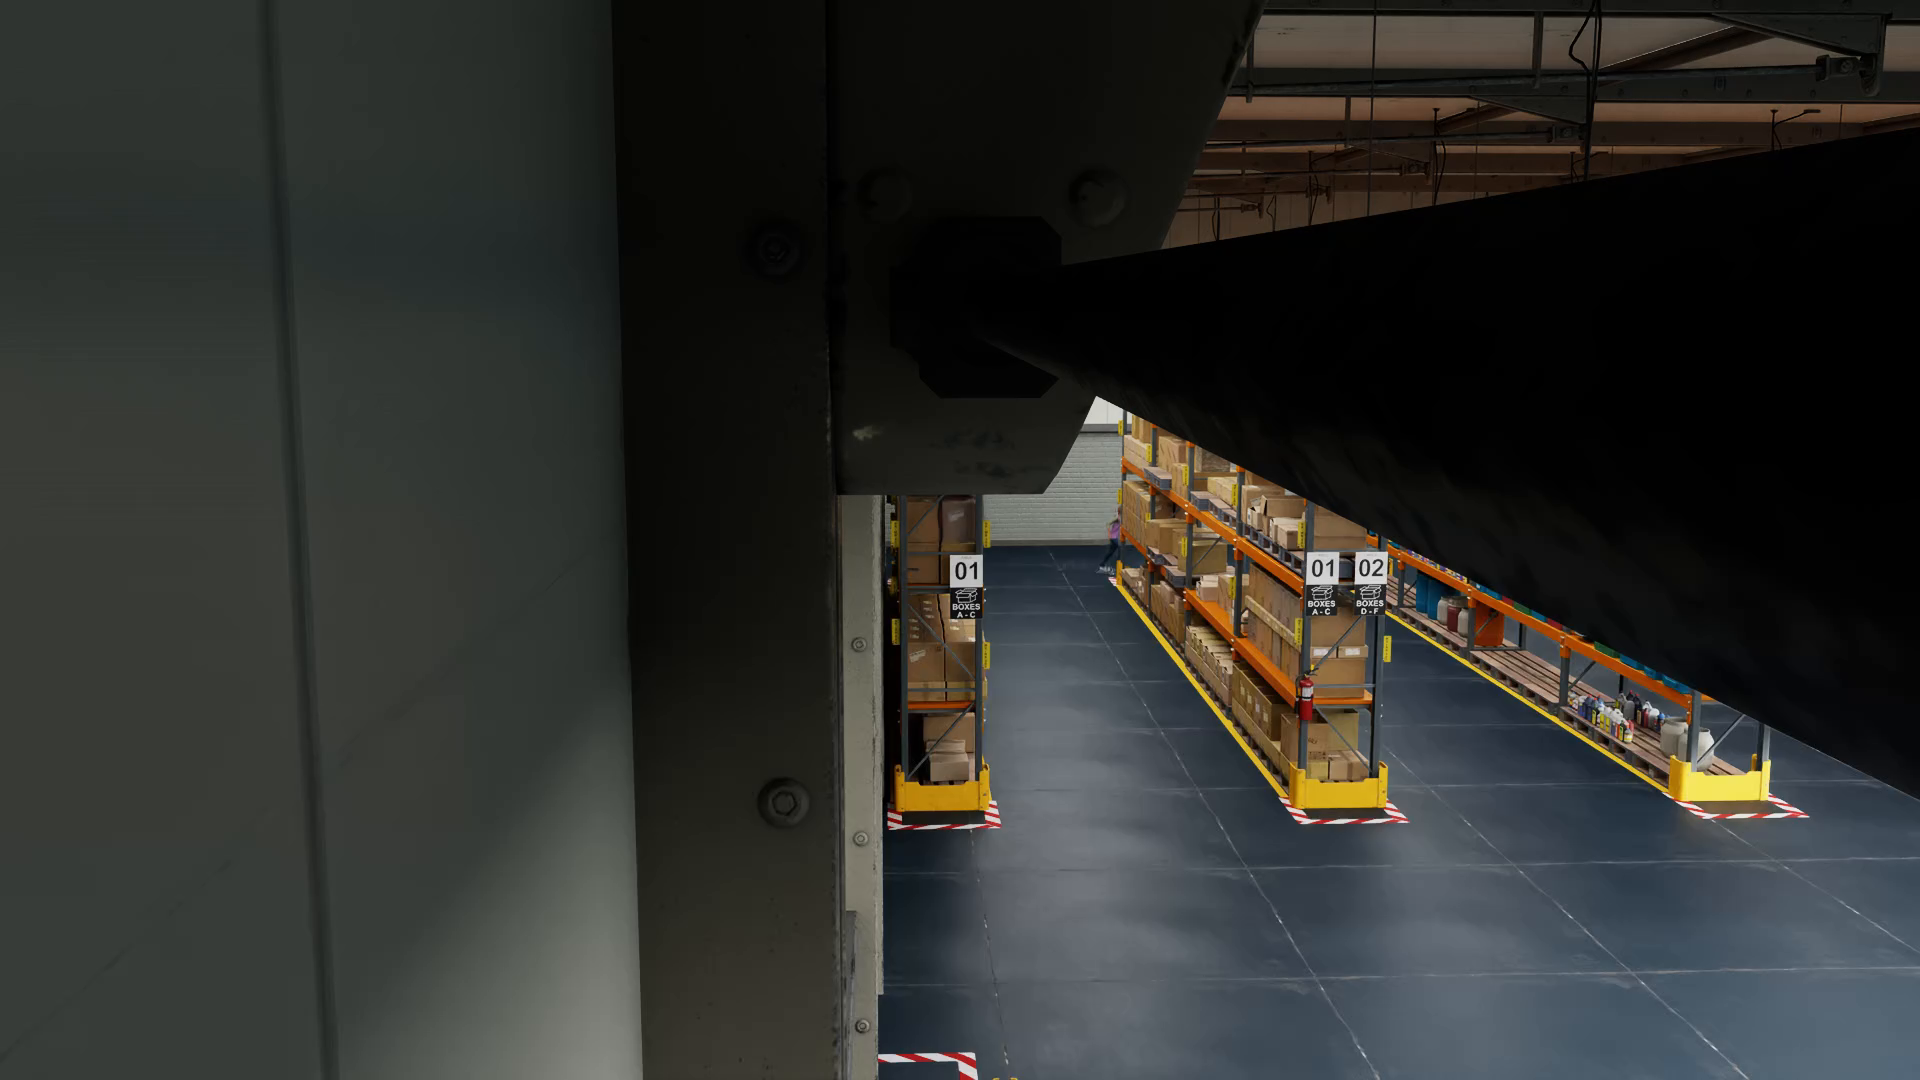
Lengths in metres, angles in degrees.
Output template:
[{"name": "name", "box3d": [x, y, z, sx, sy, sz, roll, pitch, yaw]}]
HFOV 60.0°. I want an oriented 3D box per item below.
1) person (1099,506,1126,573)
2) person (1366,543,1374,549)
[{"name": "person", "box3d": [3.593, -0.013, 37.781, 0.911, 1.582, 0.510, 3, 9, 21]}, {"name": "person", "box3d": [9.617, -0.163, 38.355, 0.979, 1.653, 0.694, 2, 9, 12]}]
